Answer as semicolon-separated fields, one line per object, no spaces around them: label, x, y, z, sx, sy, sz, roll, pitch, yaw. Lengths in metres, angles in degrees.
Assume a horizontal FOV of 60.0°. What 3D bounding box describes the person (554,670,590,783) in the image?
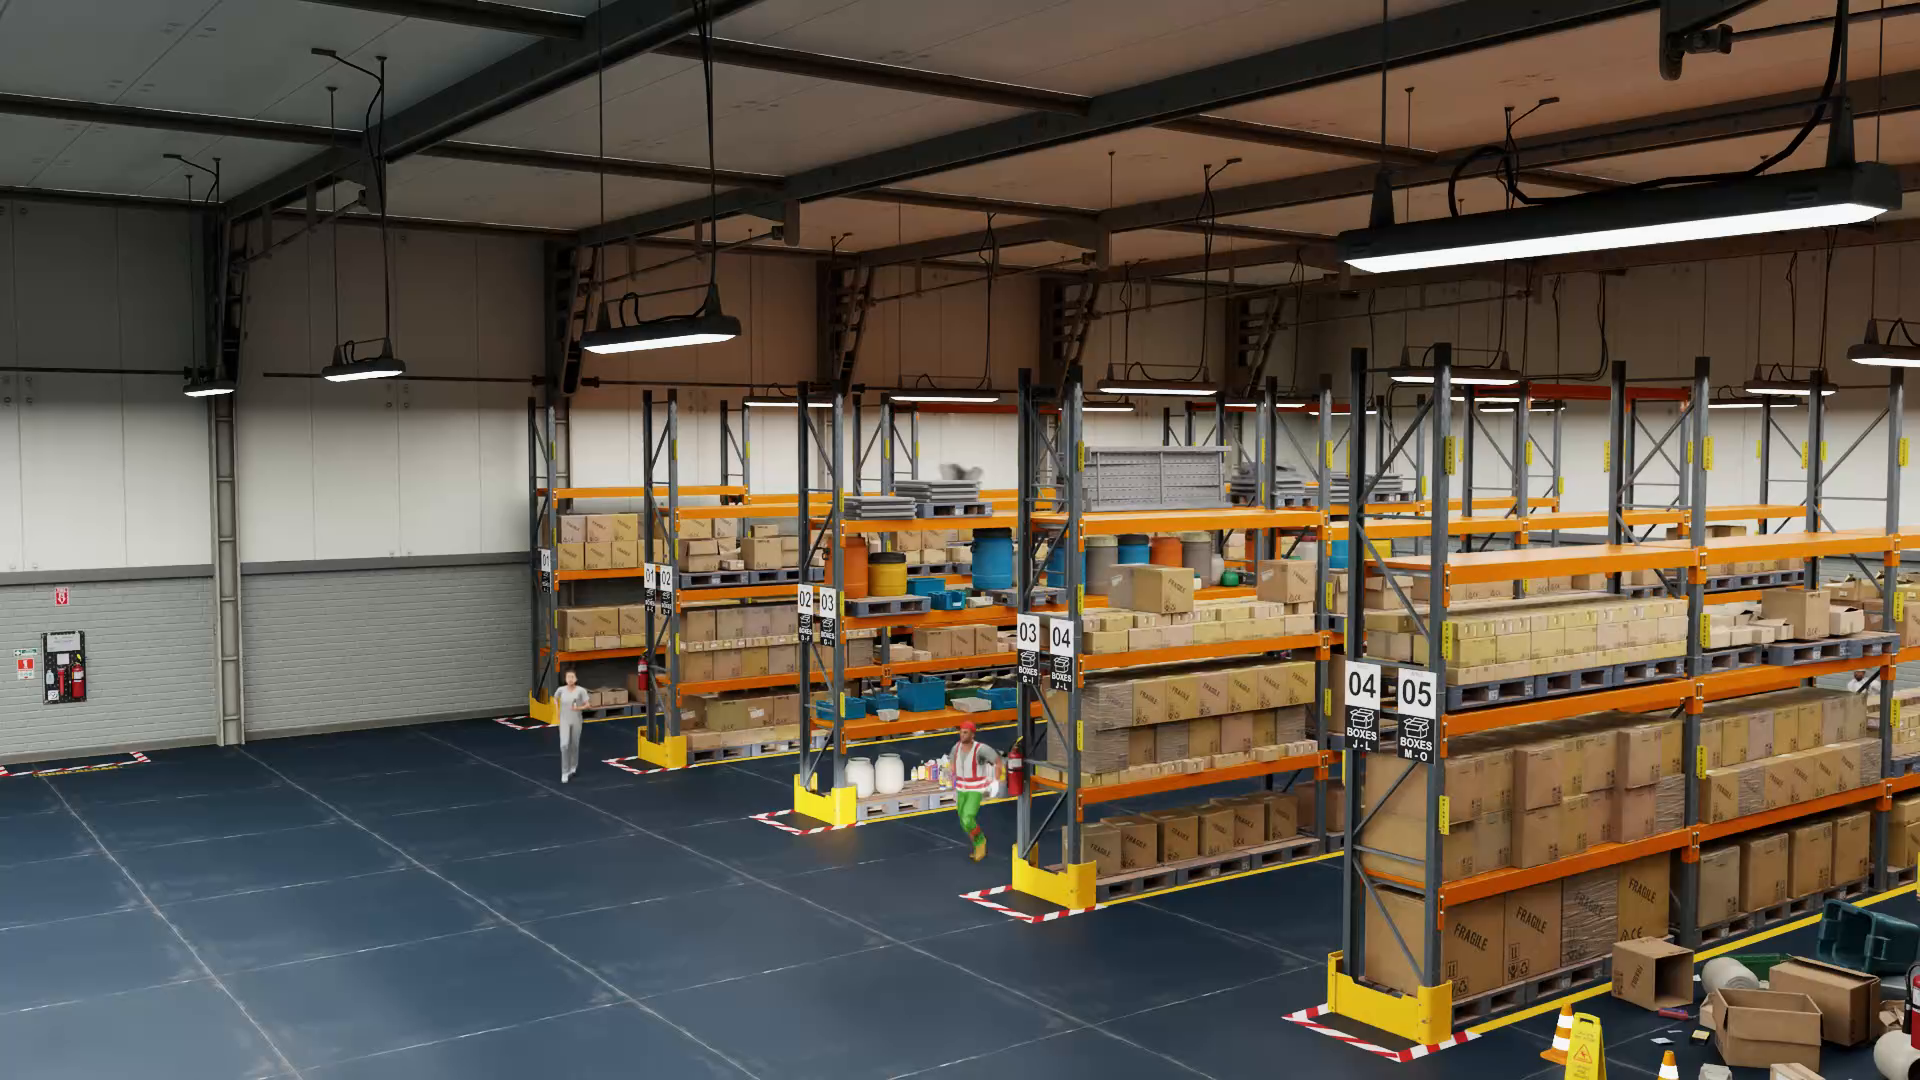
person;-5.943;2.829;25.466;0.560;1.715;0.698;-1;3;-9

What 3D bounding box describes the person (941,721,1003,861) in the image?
person;0.116;3.076;20.387;0.677;1.735;0.702;3;4;39

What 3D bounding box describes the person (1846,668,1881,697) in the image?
person;14.402;2.785;26.339;0.691;1.692;0.711;-2;4;-30
